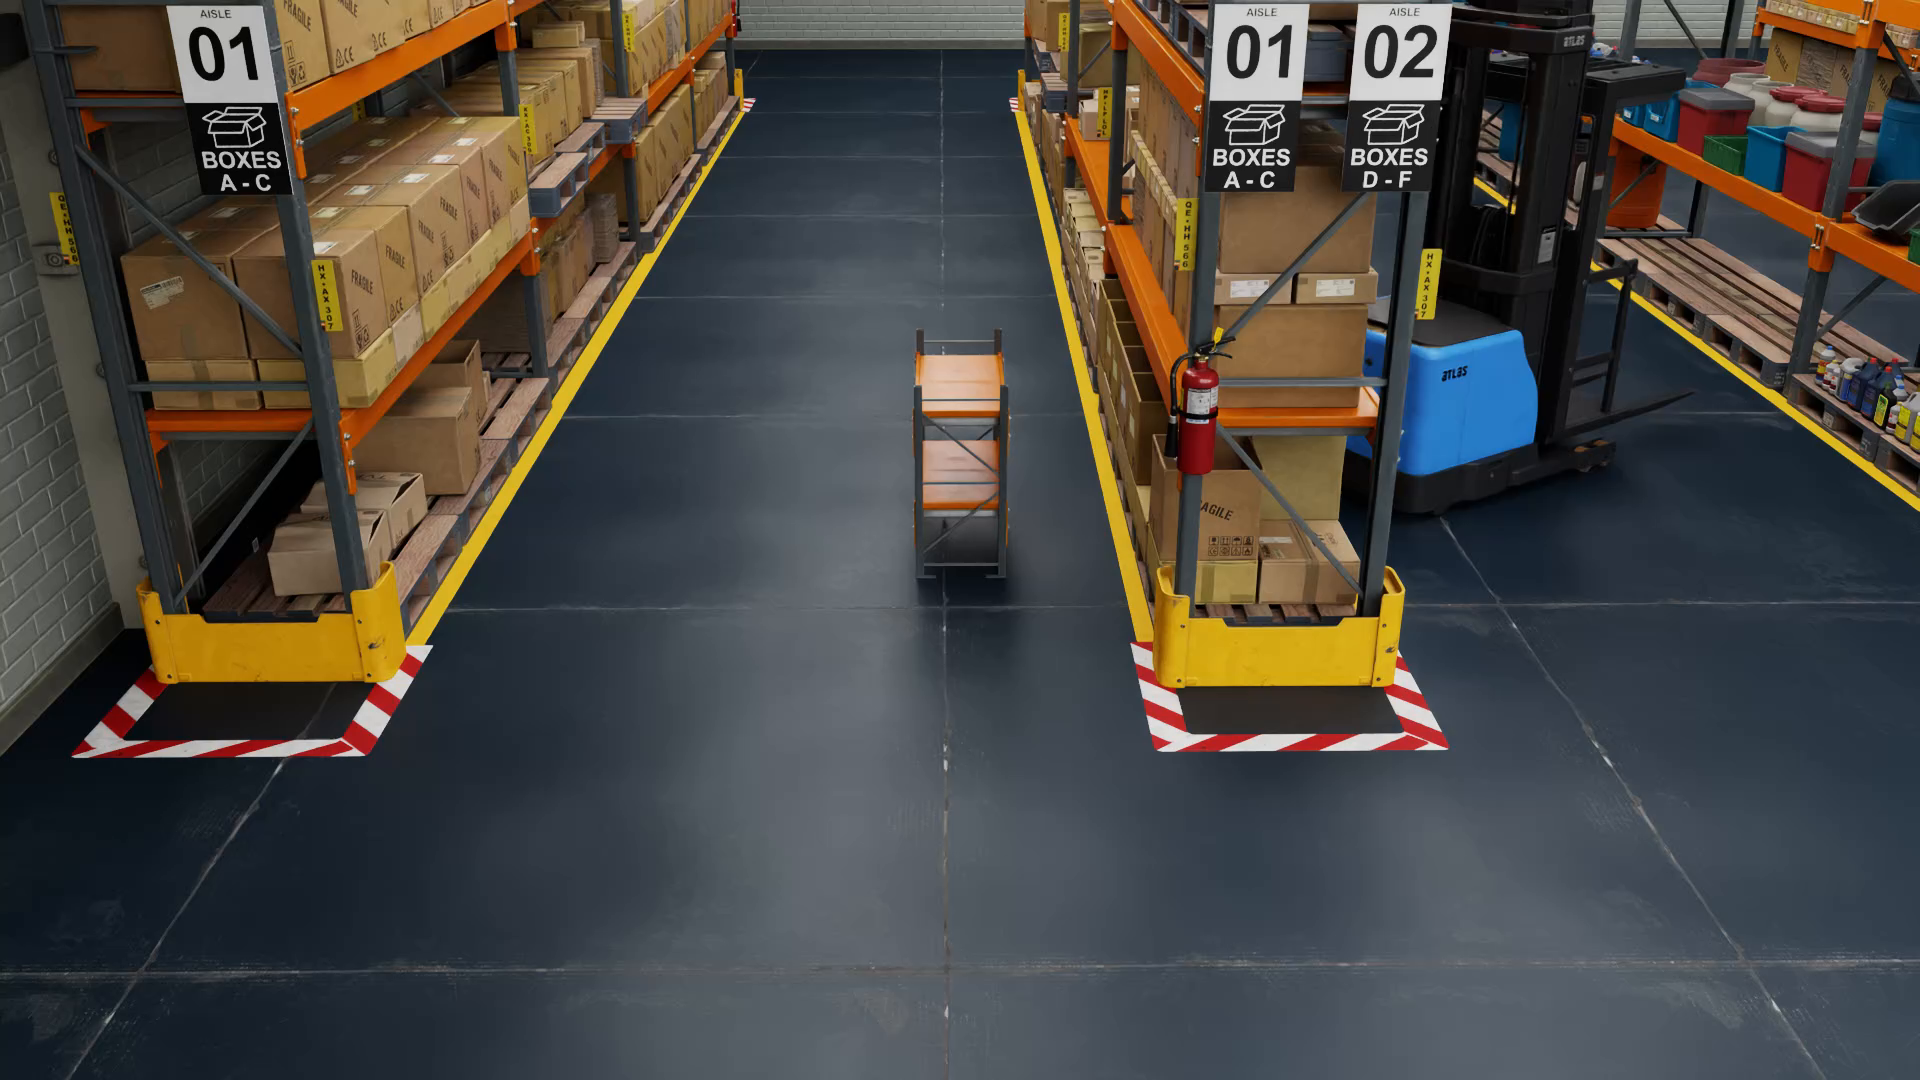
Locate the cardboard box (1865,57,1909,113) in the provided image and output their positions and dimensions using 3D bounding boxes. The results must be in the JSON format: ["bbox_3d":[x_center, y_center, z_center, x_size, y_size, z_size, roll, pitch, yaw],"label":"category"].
[{"bbox_3d":[11.405,-5.209,19.696,0.875,0.875,0.875,0,24,-1],"label":"cardboard box"}]

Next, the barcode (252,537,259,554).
[{"bbox_3d":[-3.714,0.027,8.767,0.001,0.075,0.075,0,24,-1],"label":"barcode"}]

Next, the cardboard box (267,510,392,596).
[{"bbox_3d":[-3.313,0.037,8.757,0.500,0.311,0.500,-3,25,-7],"label":"cardboard box"}]

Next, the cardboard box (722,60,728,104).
[{"bbox_3d":[-3.463,-6.059,22.031,0.700,0.500,0.500,0,24,-1],"label":"cardboard box"}]

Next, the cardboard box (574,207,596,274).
[{"bbox_3d":[-3.534,-2.551,14.249,0.700,0.500,0.500,0,24,-1],"label":"cardboard box"}]

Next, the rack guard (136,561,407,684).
[{"bbox_3d":[-3.397,0.406,8.246,1.175,0.500,0.348,0,24,-1],"label":"rack guard"}]

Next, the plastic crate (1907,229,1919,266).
[{"bbox_3d":[6.200,-1.737,10.209,0.450,0.188,0.662,0,24,-1],"label":"plastic crate"}]

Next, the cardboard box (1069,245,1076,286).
[{"bbox_3d":[1.200,-2.322,14.072,0.500,0.250,0.500,-1,24,-2],"label":"cardboard box"}]

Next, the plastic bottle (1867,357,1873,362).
[{"bbox_3d":[6.169,-1.092,11.286,0.061,0.283,0.133,0,24,-1],"label":"plastic bottle"}]

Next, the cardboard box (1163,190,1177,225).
[{"bbox_3d":[1.344,-1.863,9.320,0.380,0.149,0.250,-1,24,-1],"label":"cardboard box"}]

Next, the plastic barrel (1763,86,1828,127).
[{"bbox_3d":[6.663,-3.332,13.313,0.433,0.535,0.433,0,24,0],"label":"plastic barrel"}]

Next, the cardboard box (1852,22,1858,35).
[{"bbox_3d":[10.990,-6.147,20.007,0.380,0.149,0.250,0,24,0],"label":"cardboard box"}]

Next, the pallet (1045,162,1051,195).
[{"bbox_3d":[1.473,-4.065,18.482,1.003,0.211,1.213,0,24,-1],"label":"pallet"}]

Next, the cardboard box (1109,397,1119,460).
[{"bbox_3d":[1.216,-0.708,10.502,0.500,0.250,0.500,0,24,-1],"label":"cardboard box"}]

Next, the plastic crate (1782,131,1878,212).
[{"bbox_3d":[6.156,-2.622,11.830,0.402,0.464,0.583,0,24,-1],"label":"plastic crate"}]

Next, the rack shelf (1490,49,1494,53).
[{"bbox_3d":[6.358,-6.187,20.664,1.077,0.370,4.000,0,24,-1],"label":"rack shelf"}]

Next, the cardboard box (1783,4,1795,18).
[{"bbox_3d":[10.970,-6.888,21.645,0.380,0.149,0.250,-1,24,-2],"label":"cardboard box"}]

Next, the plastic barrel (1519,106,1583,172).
[{"bbox_3d":[6.376,-4.410,17.898,0.600,0.901,0.708,0,24,-1],"label":"plastic barrel"}]

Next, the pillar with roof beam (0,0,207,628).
[{"bbox_3d":[0.036,-3.739,7.098,9.100,9.000,0.400,0,24,-1],"label":"pillar with roof beam"}]

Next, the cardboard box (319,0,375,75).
[{"bbox_3d":[-3.120,-2.484,7.816,0.500,0.500,0.500,1,24,3],"label":"cardboard box"}]

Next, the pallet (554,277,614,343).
[{"bbox_3d":[-3.466,-1.904,13.704,1.003,0.211,1.213,0,24,-1],"label":"pallet"}]

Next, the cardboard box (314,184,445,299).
[{"bbox_3d":[-3.095,-1.599,8.893,0.500,0.500,0.500,-1,24,-2],"label":"cardboard box"}]

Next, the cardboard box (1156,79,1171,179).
[{"bbox_3d":[1.537,-2.413,9.750,0.700,0.500,0.500,0,24,-1],"label":"cardboard box"}]

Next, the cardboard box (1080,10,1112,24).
[{"bbox_3d":[1.532,-4.896,16.304,0.700,0.500,0.500,4,25,9],"label":"cardboard box"}]

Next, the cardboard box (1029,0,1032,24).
[{"bbox_3d":[1.138,-6.761,20.937,0.500,0.500,0.500,0,24,-1],"label":"cardboard box"}]

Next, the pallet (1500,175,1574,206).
[{"bbox_3d":[6.363,-3.598,17.450,1.003,0.211,1.213,0,24,-1],"label":"pallet"}]

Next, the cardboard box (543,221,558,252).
[{"bbox_3d":[-3.482,-2.452,13.122,0.500,0.250,0.500,-1,24,-2],"label":"cardboard box"}]

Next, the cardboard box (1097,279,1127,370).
[{"bbox_3d":[1.206,-1.462,11.259,0.500,0.500,0.500,0,24,-1],"label":"cardboard box"}]

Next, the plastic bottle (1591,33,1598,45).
[{"bbox_3d":[6.719,-5.215,17.701,0.144,0.351,0.185,0,24,-1],"label":"plastic bottle"}]

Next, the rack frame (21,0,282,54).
[{"bbox_3d":[-3.396,-3.435,6.426,1.000,3.000,0.127,0,24,-1],"label":"rack frame"}]

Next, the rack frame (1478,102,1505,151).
[{"bbox_3d":[6.380,-5.691,18.693,1.000,3.000,0.127,0,24,-1],"label":"rack frame"}]

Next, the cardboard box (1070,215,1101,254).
[{"bbox_3d":[1.200,-2.572,13.944,0.500,0.311,0.500,-1,24,-2],"label":"cardboard box"}]

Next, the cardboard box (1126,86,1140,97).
[{"bbox_3d":[1.505,-3.376,13.454,0.500,0.500,0.500,-2,24,-3],"label":"cardboard box"}]

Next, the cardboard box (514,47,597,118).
[{"bbox_3d":[-3.435,-3.821,13.902,0.700,0.500,0.500,-3,24,-6],"label":"cardboard box"}]

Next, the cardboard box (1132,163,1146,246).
[{"bbox_3d":[1.525,-2.237,10.934,0.700,0.500,0.500,-1,24,-2],"label":"cardboard box"}]

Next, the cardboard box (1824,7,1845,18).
[{"bbox_3d":[11.049,-6.594,20.510,0.500,0.250,0.500,-1,24,-2],"label":"cardboard box"}]

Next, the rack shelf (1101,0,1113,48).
[{"bbox_3d":[1.492,-4.237,12.711,1.077,0.370,4.000,0,24,-1],"label":"rack shelf"}]

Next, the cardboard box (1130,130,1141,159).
[{"bbox_3d":[1.323,-2.603,10.958,0.380,0.149,0.250,0,24,-1],"label":"cardboard box"}]

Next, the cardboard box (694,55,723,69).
[{"bbox_3d":[-3.276,-6.197,21.549,0.380,0.149,0.250,0,24,1],"label":"cardboard box"}]

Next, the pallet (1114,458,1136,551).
[{"bbox_3d":[1.497,-0.272,10.094,1.003,0.211,1.213,0,24,-1],"label":"pallet"}]

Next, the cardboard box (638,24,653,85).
[{"bbox_3d":[-3.229,-4.606,15.787,0.500,0.500,0.500,1,24,1],"label":"cardboard box"}]

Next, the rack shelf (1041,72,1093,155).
[{"bbox_3d":[1.448,-4.519,16.974,1.077,0.370,4.000,0,24,-1],"label":"rack shelf"}]

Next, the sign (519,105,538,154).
[{"bbox_3d":[-2.897,-2.750,11.140,0.100,0.325,0.005,0,24,-1],"label":"sign"}]

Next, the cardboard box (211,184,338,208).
[{"bbox_3d":[-3.619,-1.598,8.891,0.500,0.500,0.500,-1,24,-2],"label":"cardboard box"}]

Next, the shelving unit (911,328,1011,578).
[{"bbox_3d":[0.000,-0.515,9.524,0.538,1.125,1.048,0,24,-1],"label":"shelving unit"}]

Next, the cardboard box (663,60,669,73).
[{"bbox_3d":[-3.258,-4.983,17.408,0.380,0.149,0.250,0,24,-1],"label":"cardboard box"}]

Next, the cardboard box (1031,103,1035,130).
[{"bbox_3d":[1.129,-5.188,20.311,0.500,0.311,0.500,0,24,-1],"label":"cardboard box"}]

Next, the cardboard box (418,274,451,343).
[{"bbox_3d":[-3.103,-1.269,9.074,0.500,0.250,0.500,-1,24,-1],"label":"cardboard box"}]

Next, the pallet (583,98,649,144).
[{"bbox_3d":[-3.369,-3.618,14.342,1.213,0.211,1.003,0,24,-1],"label":"pallet"}]

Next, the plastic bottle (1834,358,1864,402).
[{"bbox_3d":[6.063,-1.088,11.286,0.152,0.276,0.135,1,24,1],"label":"plastic bottle"}]

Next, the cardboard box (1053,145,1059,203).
[{"bbox_3d":[1.220,-3.681,16.749,0.500,0.500,0.500,-1,24,-2],"label":"cardboard box"}]

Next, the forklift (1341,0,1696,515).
[{"bbox_3d":[3.655,-1.936,10.474,3.031,2.935,1.130,-16,29,-31],"label":"forklift"}]

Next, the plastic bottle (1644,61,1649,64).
[{"bbox_3d":[6.758,-4.593,16.421,0.097,0.271,0.097,0,24,0],"label":"plastic bottle"}]

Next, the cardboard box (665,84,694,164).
[{"bbox_3d":[-3.390,-4.591,18.360,0.750,0.750,0.750,0,24,0],"label":"cardboard box"}]
